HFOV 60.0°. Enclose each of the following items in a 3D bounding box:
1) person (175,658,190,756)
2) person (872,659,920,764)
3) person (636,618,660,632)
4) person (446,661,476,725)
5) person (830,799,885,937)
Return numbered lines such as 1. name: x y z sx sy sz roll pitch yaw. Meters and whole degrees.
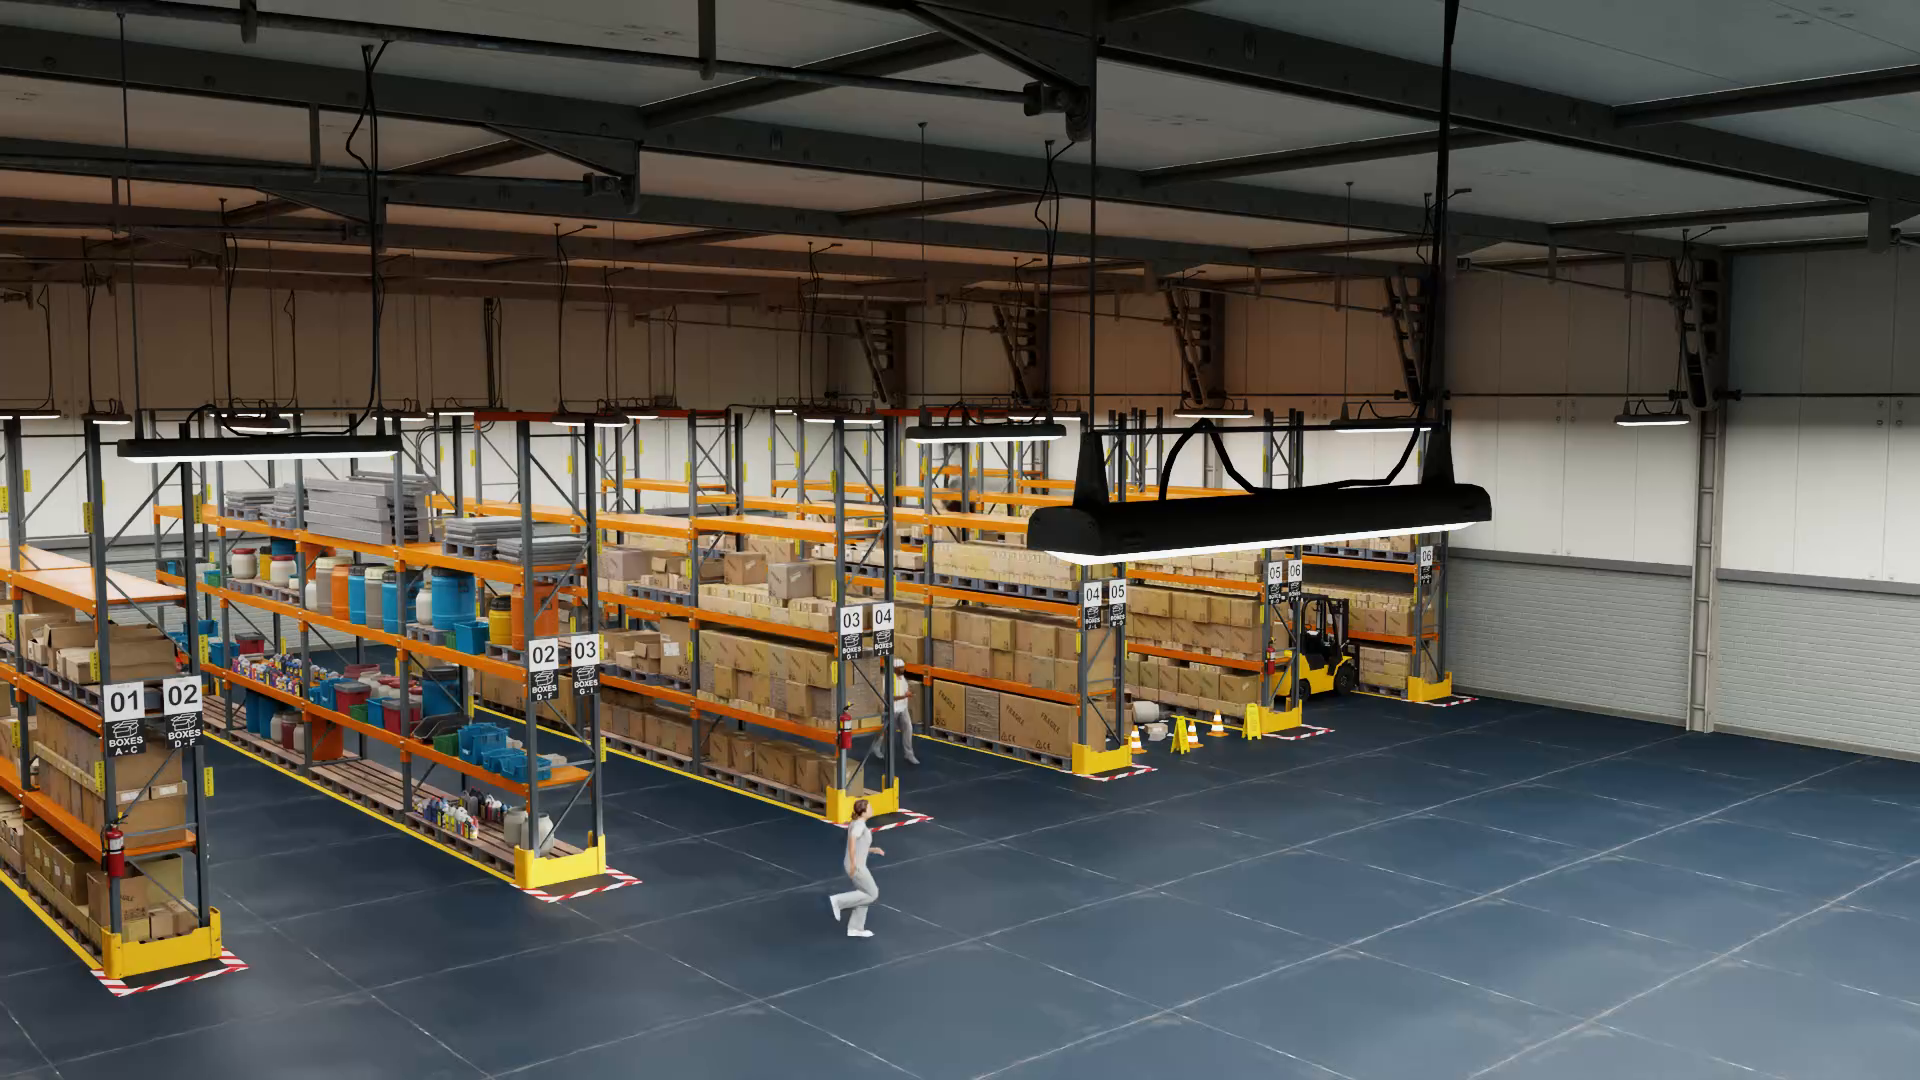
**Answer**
1. person: -13.628 2.912 29.009 0.634 1.741 0.585 -2 6 -26
2. person: -1.116 2.926 28.532 0.897 1.803 0.681 3 6 28
3. person: -7.892 1.799 42.344 0.628 1.691 0.798 5 7 42
4. person: -9.514 2.679 31.668 0.650 1.754 0.876 -5 7 -45
5. person: -1.194 3.837 19.428 0.656 1.619 0.601 -1 5 -12
